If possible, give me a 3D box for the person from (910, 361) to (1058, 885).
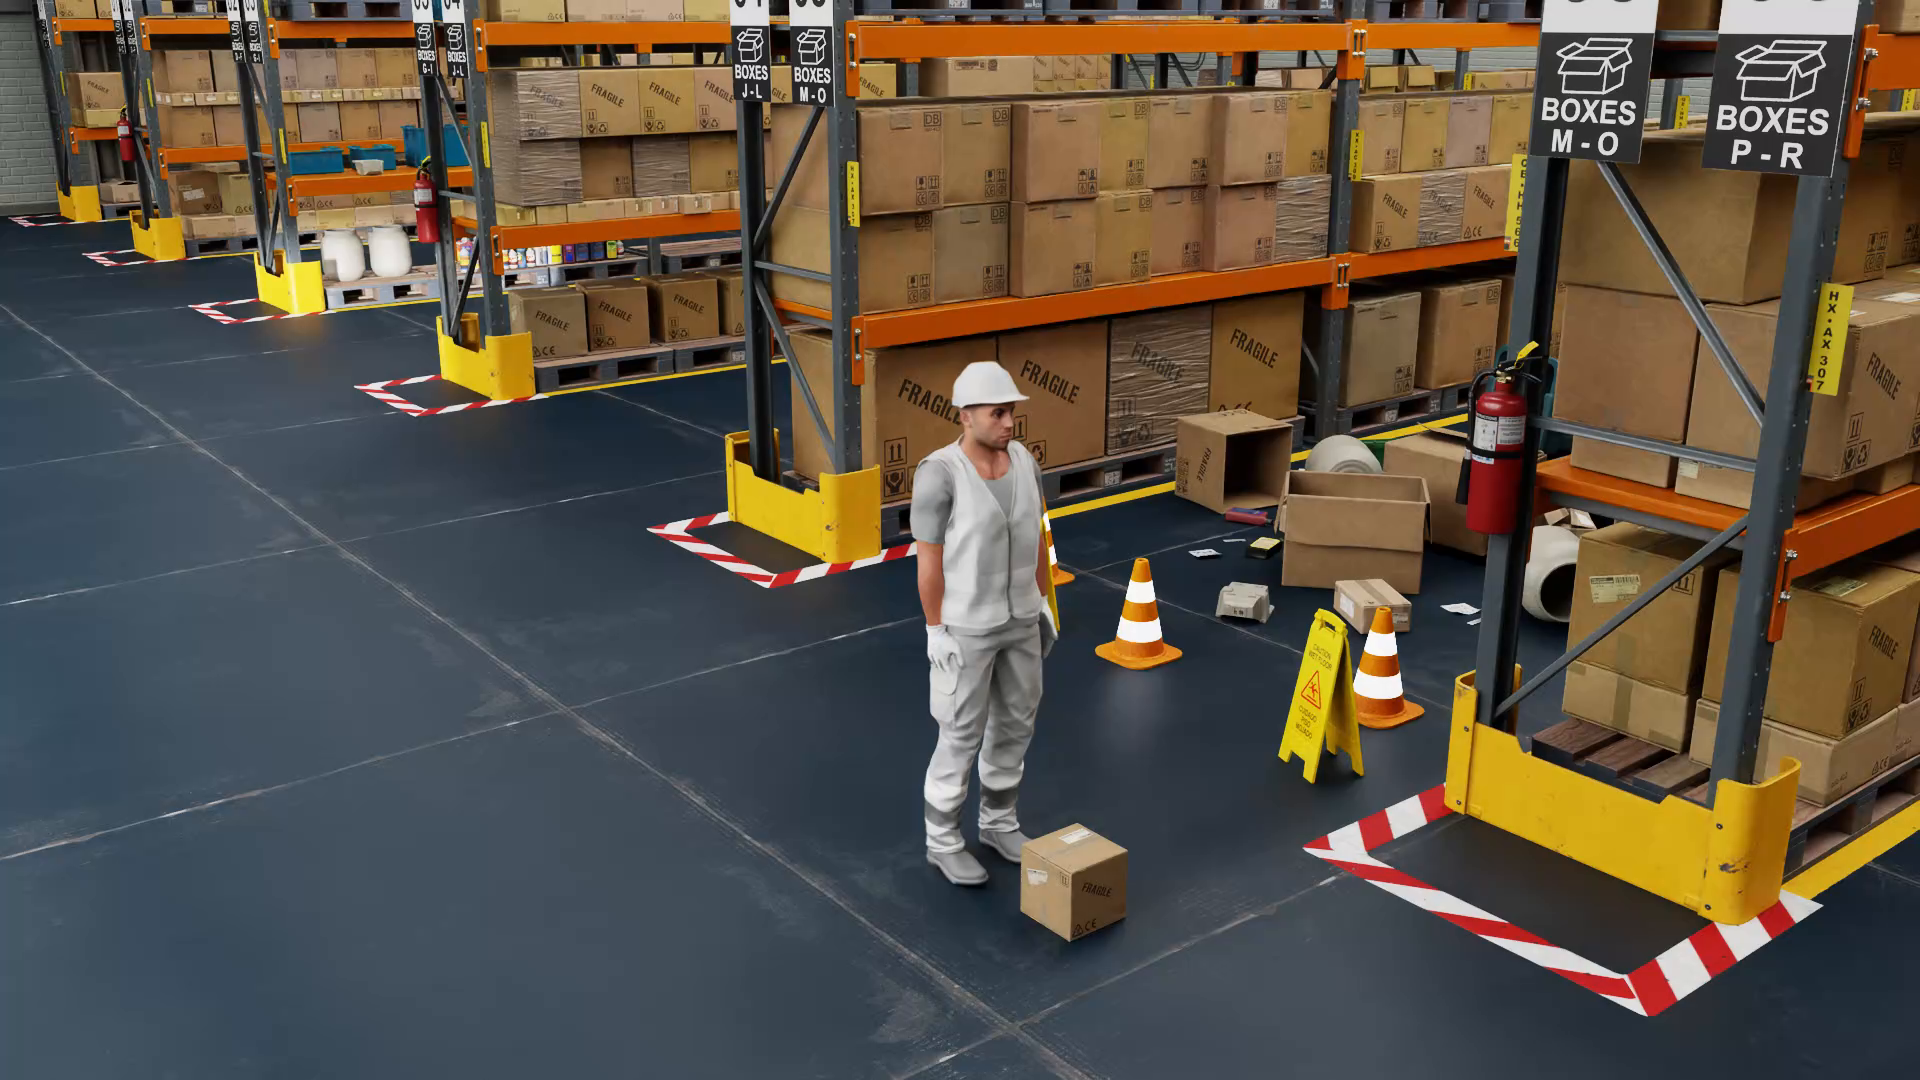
[{"bbox_3d":[0.091,0.279,5.628,0.524,1.785,0.342,-13,22,-35],"label":"person"}]
